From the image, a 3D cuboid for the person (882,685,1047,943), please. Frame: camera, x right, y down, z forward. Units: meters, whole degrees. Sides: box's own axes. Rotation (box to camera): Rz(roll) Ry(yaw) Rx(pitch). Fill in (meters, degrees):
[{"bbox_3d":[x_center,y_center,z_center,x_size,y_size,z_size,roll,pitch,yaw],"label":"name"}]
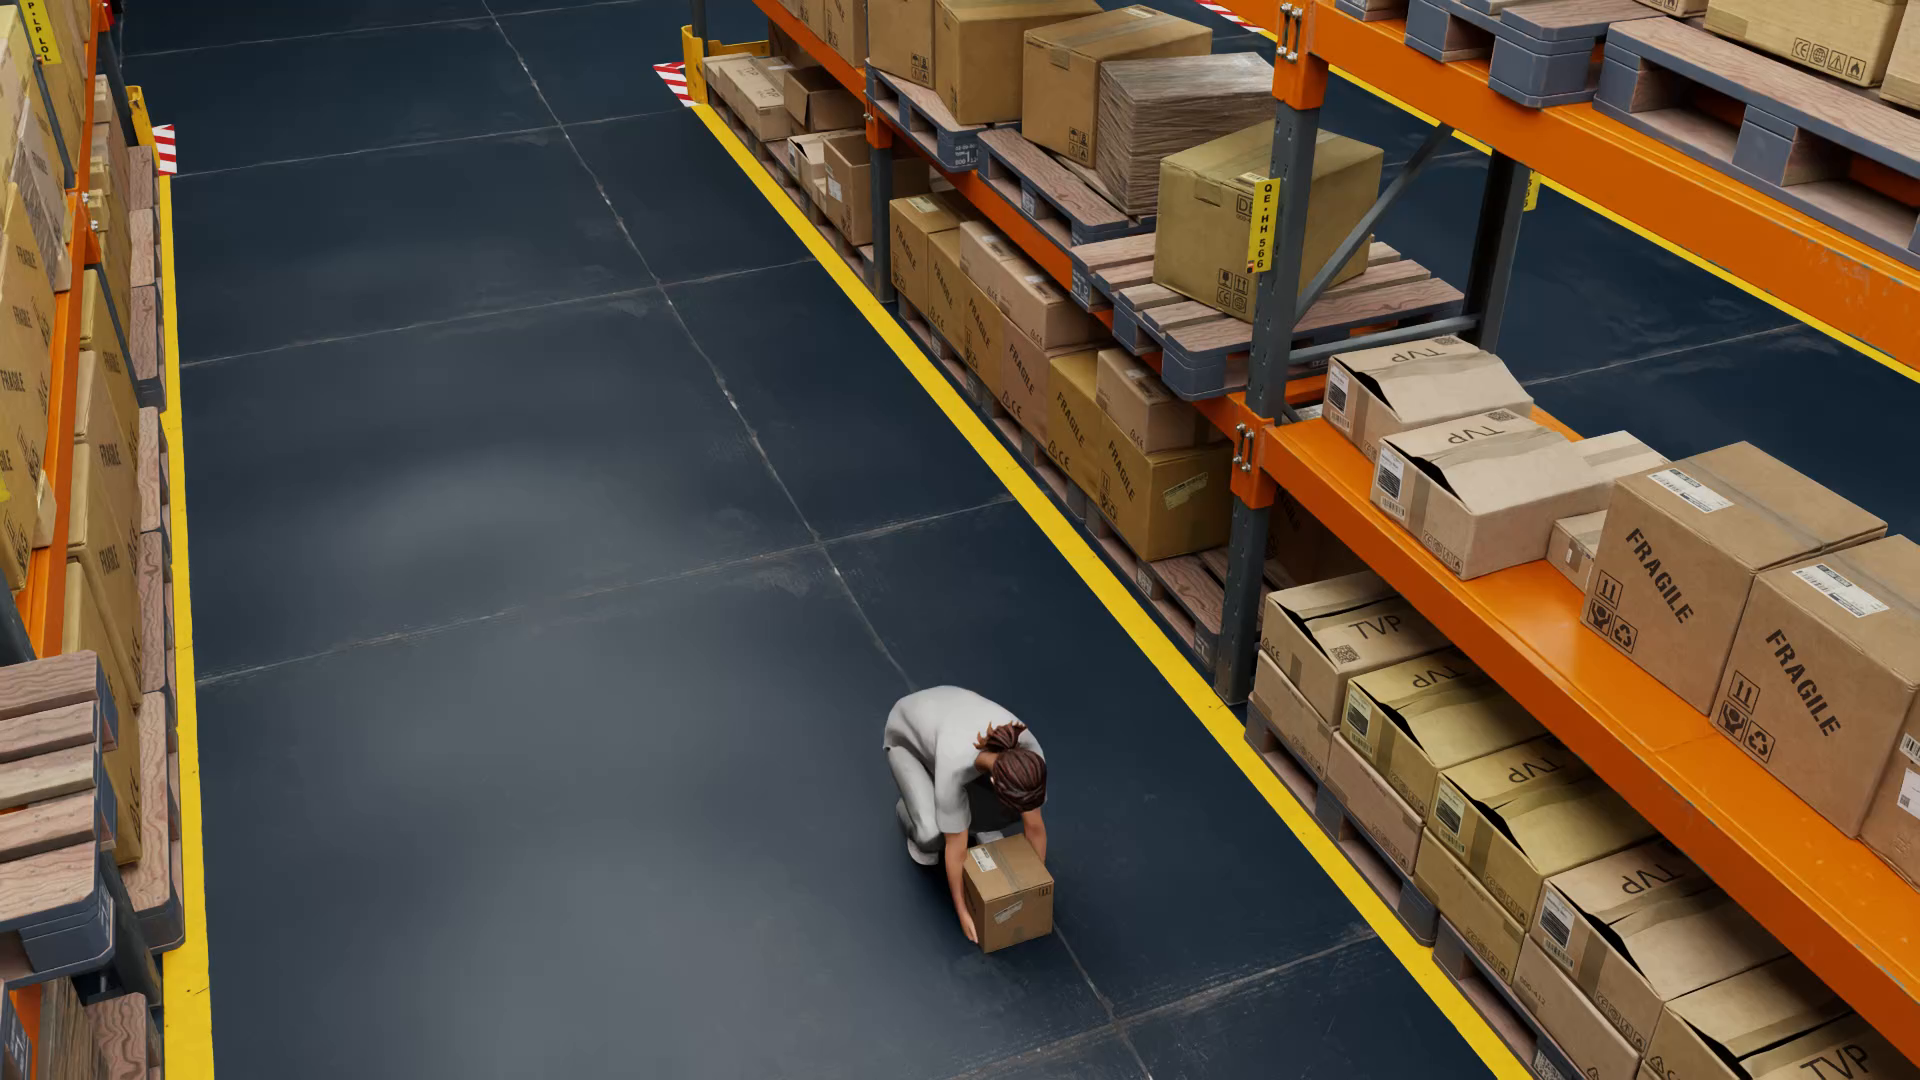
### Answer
[{"bbox_3d":[0.028,0.871,5.748,0.465,0.812,0.829,-13,36,-19],"label":"person"}]
